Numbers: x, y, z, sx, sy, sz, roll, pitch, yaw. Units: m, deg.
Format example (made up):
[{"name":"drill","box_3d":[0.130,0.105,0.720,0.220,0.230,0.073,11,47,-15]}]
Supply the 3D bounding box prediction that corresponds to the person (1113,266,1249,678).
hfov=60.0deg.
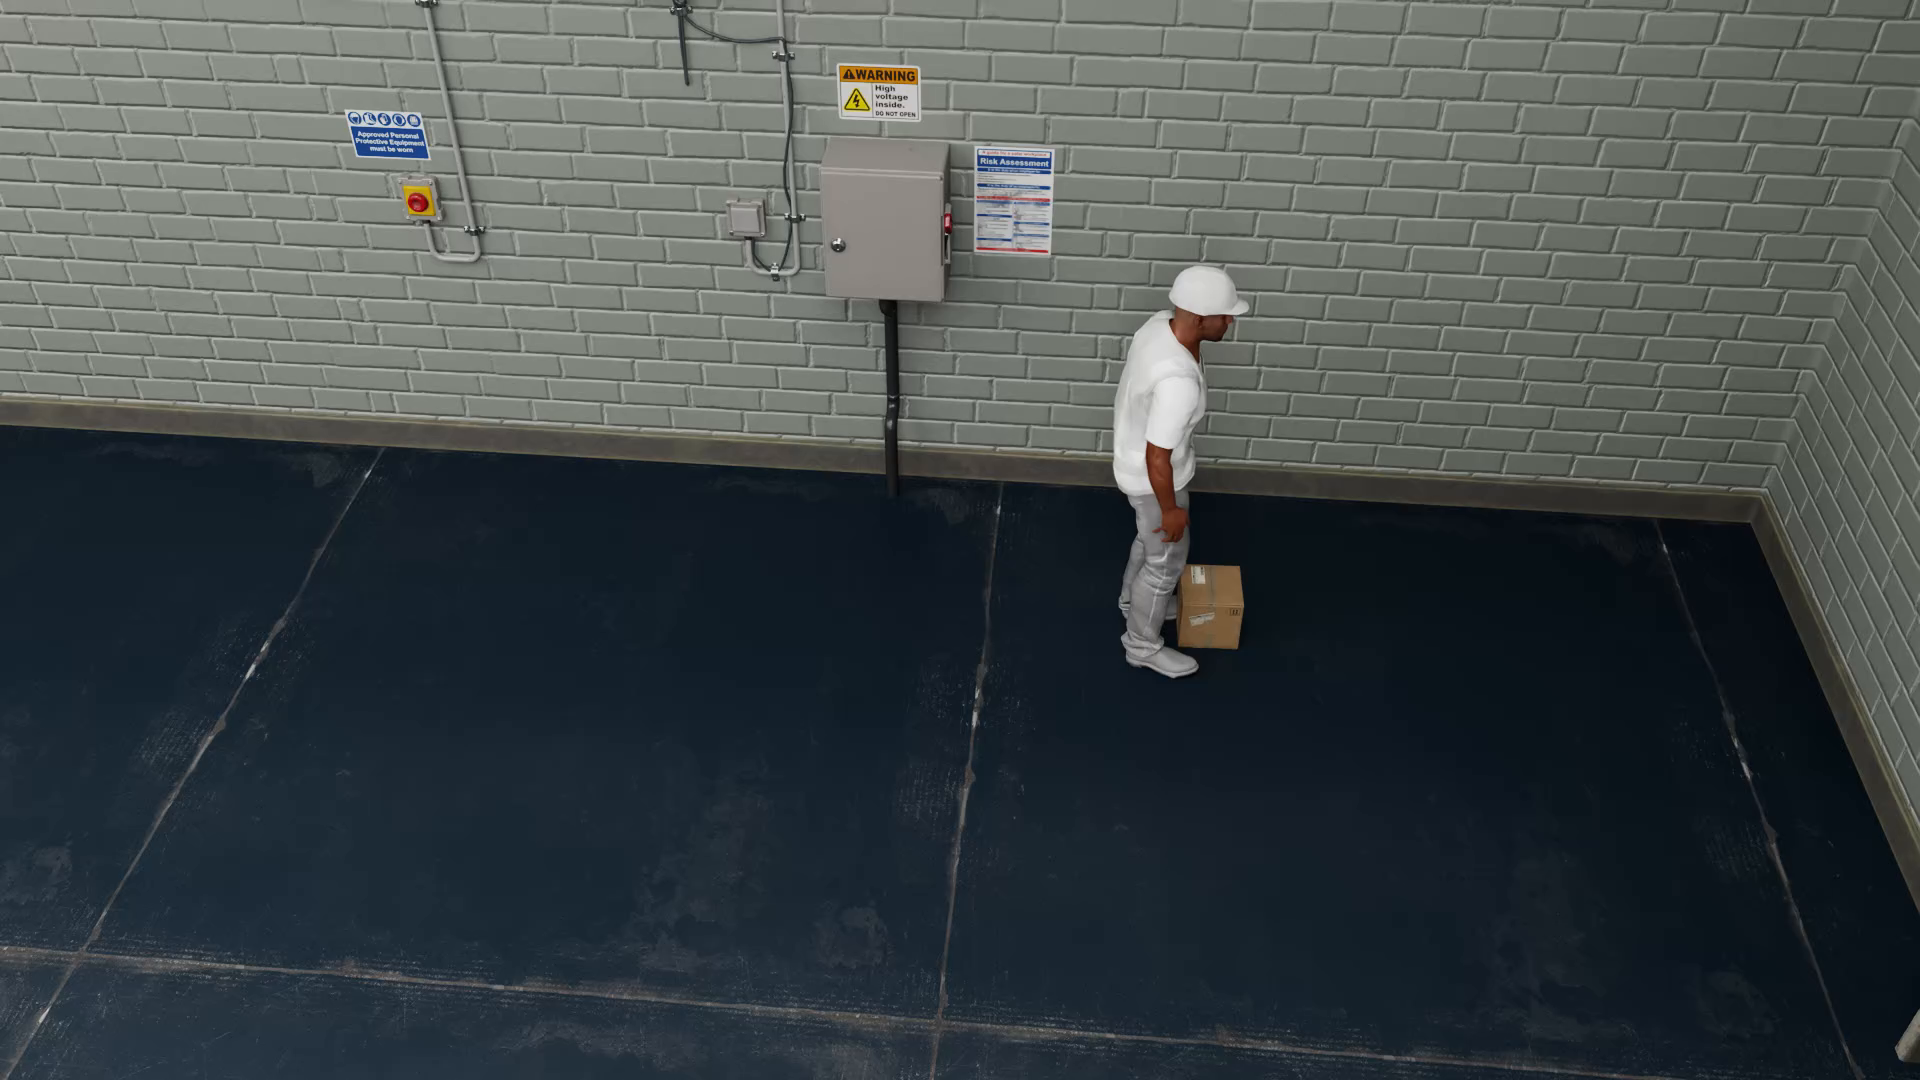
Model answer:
[{"name":"person","box_3d":[0.815,-0.281,6.479,0.459,1.760,0.627,3,40,4]}]
